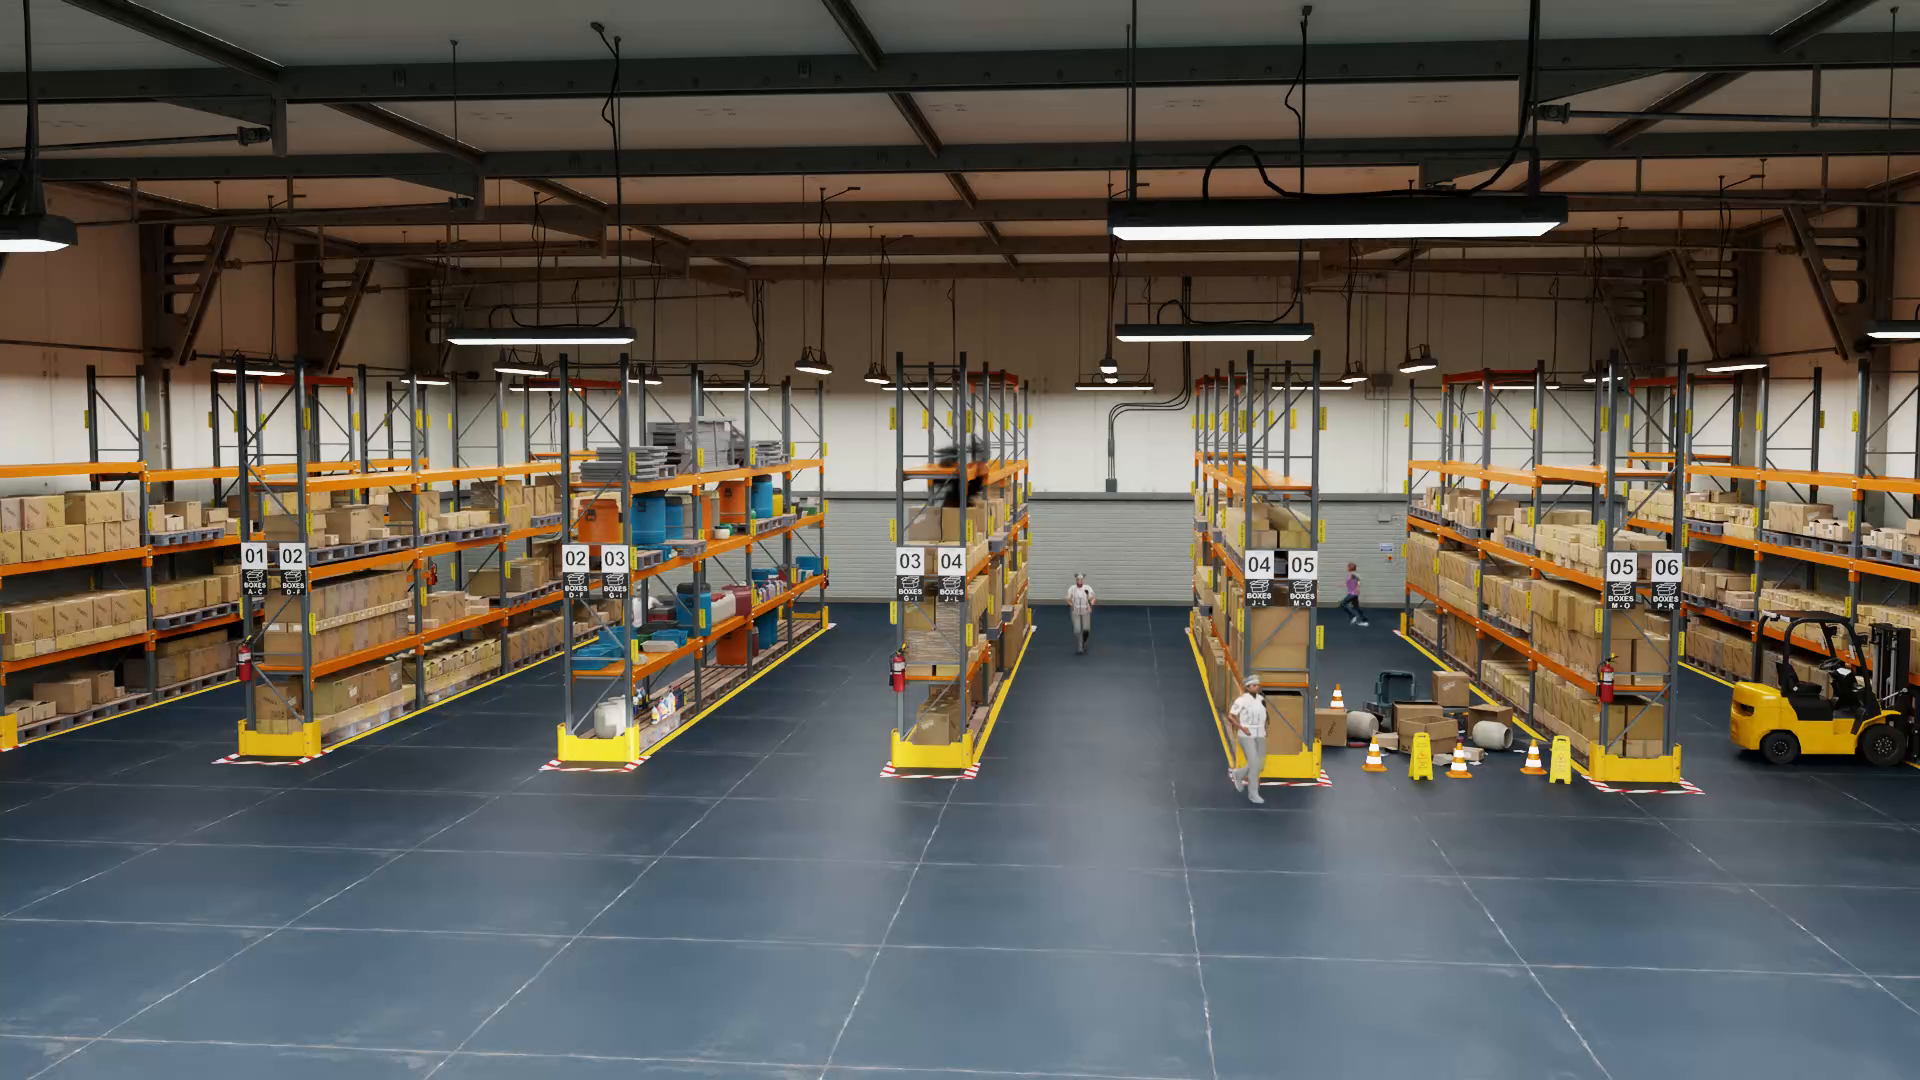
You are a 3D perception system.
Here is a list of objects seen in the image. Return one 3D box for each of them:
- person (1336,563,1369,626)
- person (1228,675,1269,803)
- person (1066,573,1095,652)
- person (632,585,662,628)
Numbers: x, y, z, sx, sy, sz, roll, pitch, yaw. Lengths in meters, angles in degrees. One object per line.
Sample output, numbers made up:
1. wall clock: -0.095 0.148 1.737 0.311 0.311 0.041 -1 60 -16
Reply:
1. person: 9.549 1.328 40.440 0.782 1.553 0.557 1 4 13
2. person: 3.839 2.619 22.071 0.629 1.700 0.653 -2 5 -28
3. person: 2.613 1.569 35.993 0.638 1.737 0.559 0 4 3
4. person: -6.278 1.765 32.967 0.692 1.791 0.983 1 4 7
